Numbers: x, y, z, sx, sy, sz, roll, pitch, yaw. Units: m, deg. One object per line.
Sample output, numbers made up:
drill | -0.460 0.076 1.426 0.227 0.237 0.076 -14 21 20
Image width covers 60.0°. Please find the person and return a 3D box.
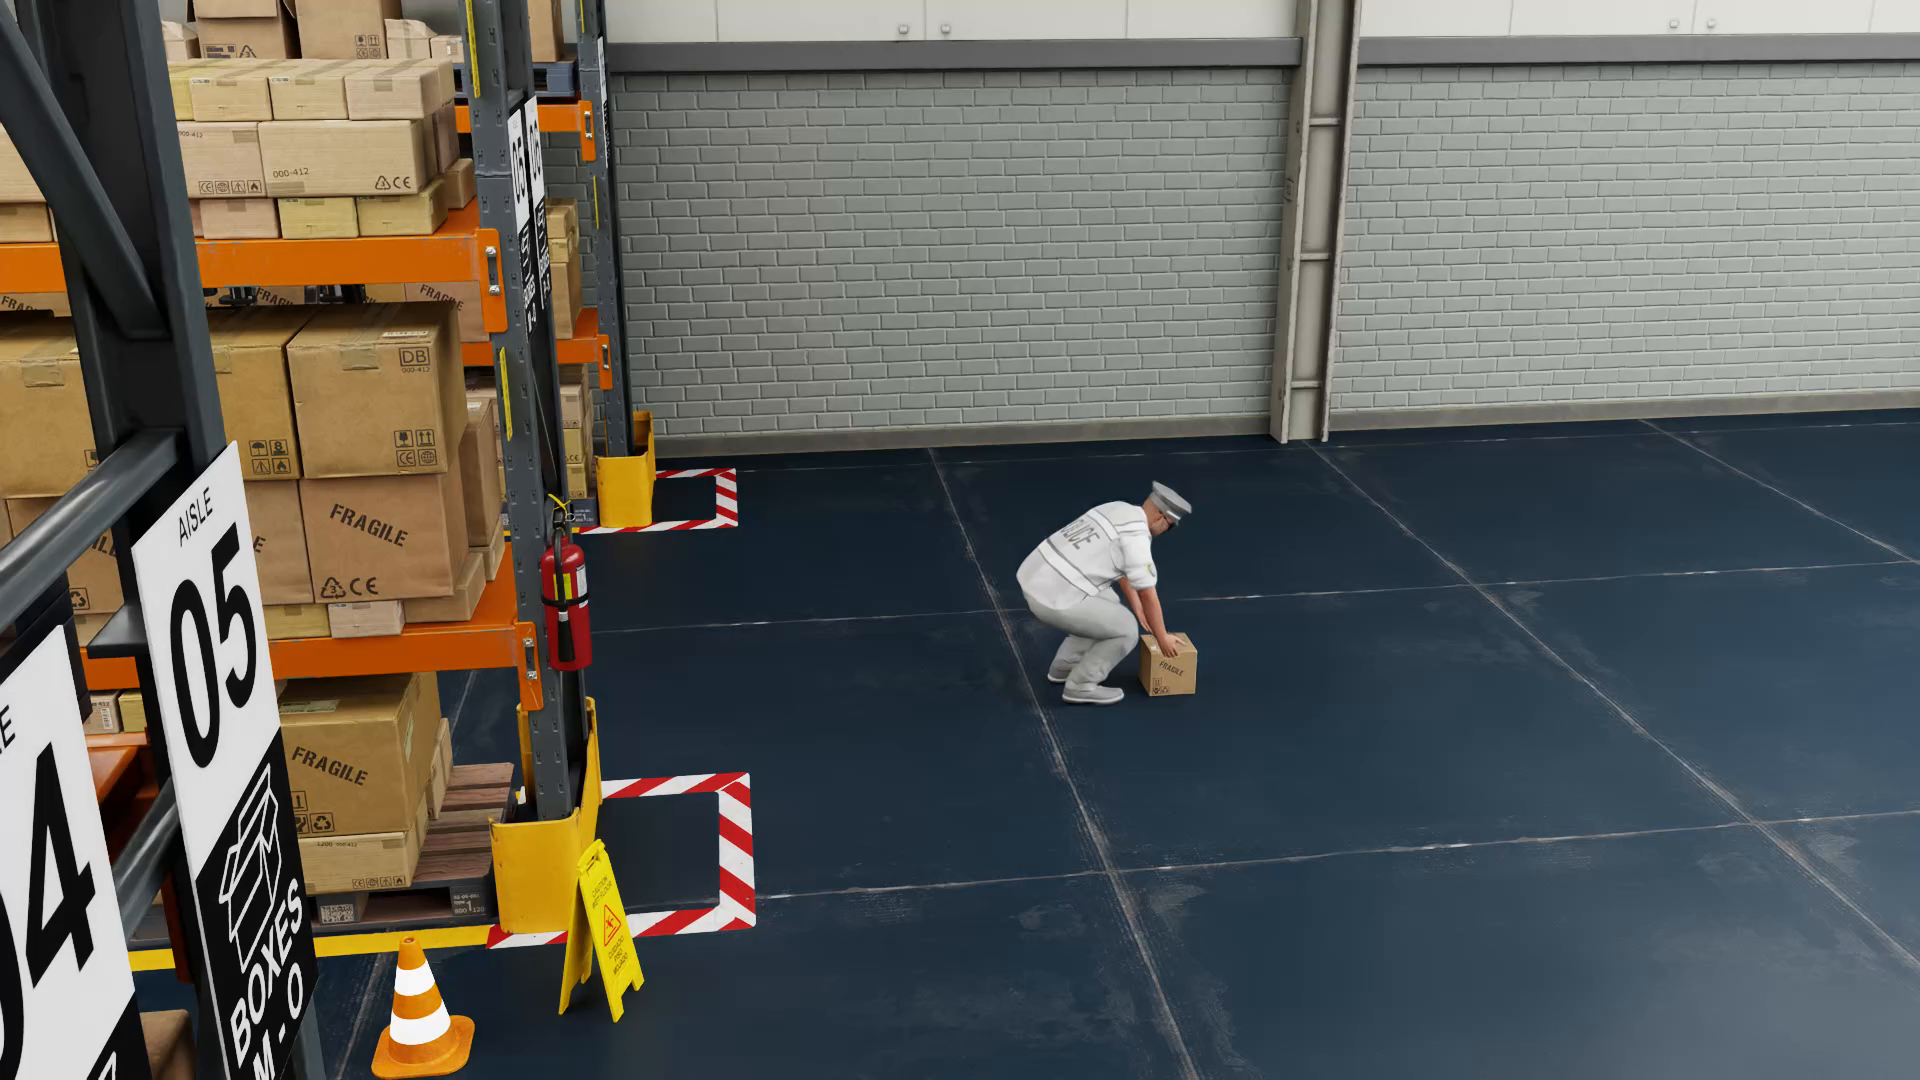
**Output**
person | 0.757 0.263 8.771 0.923 1.121 0.569 -3 20 -8
